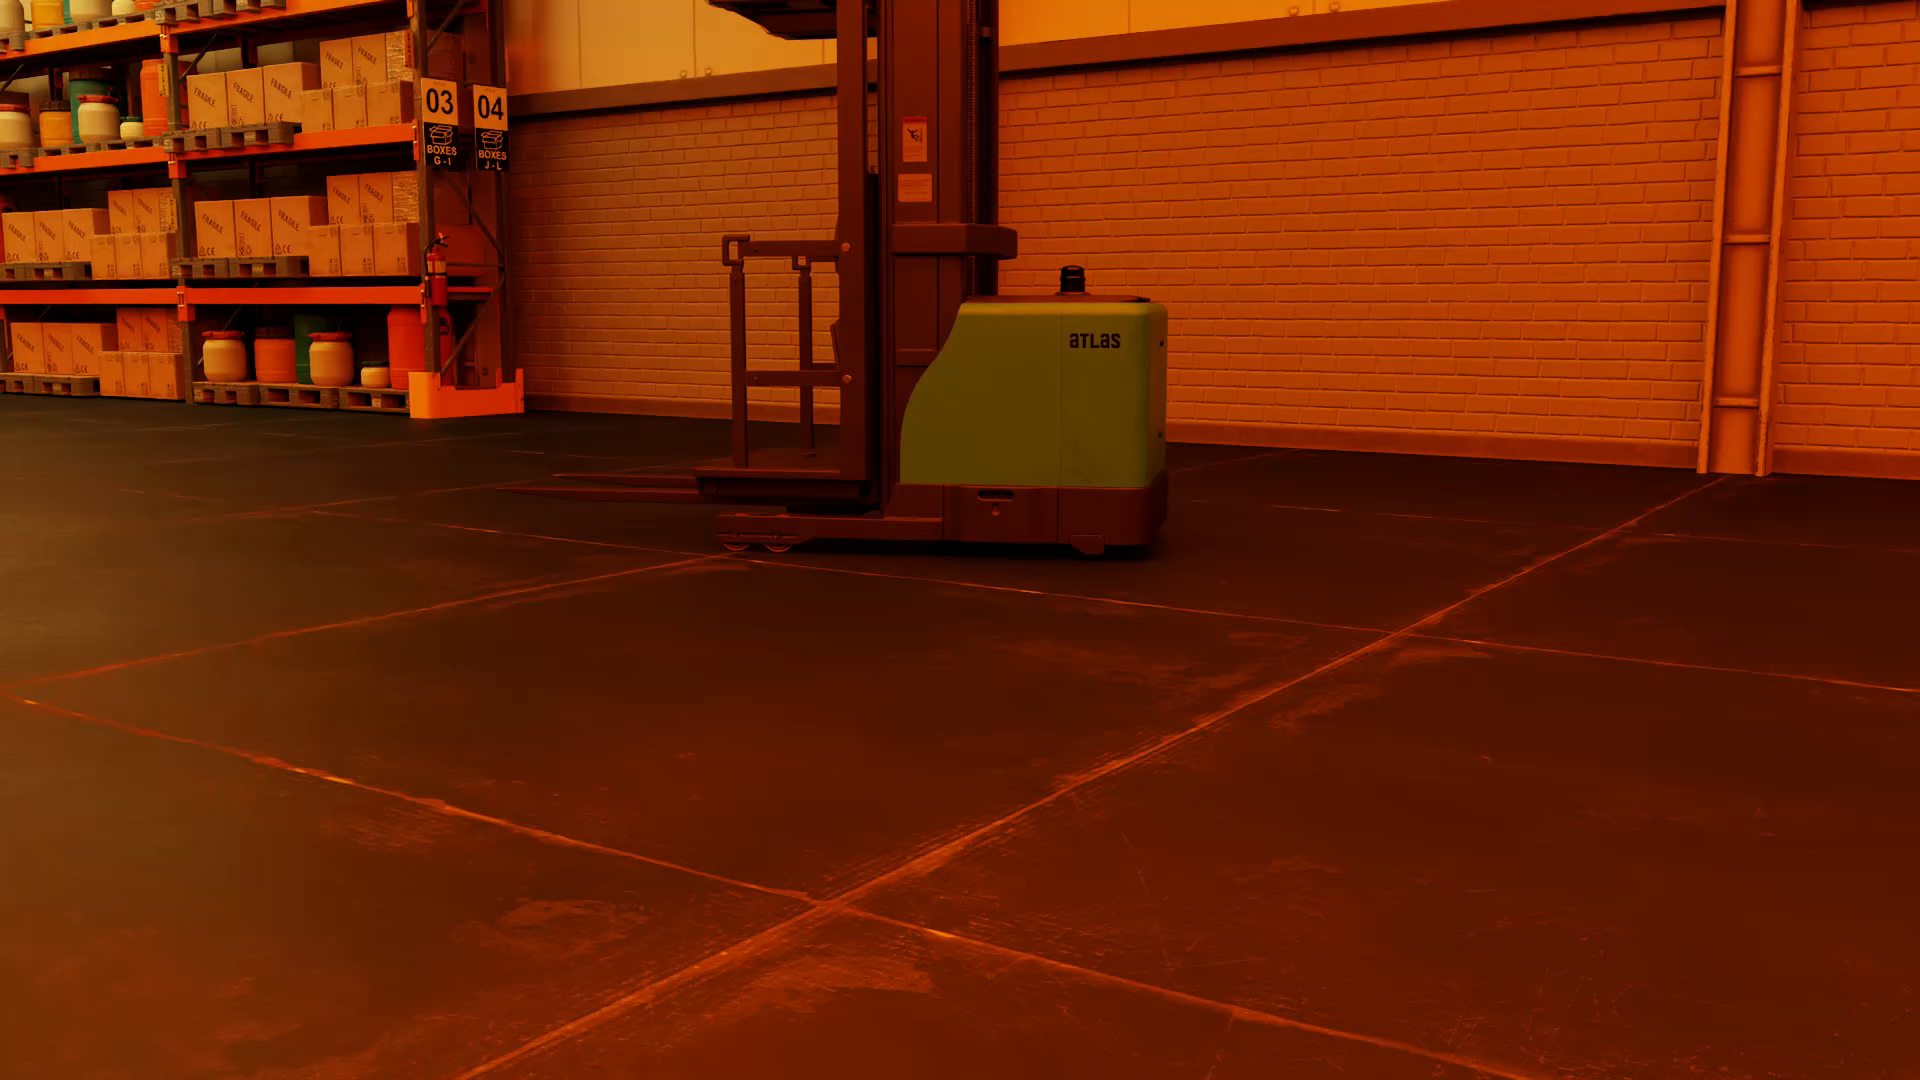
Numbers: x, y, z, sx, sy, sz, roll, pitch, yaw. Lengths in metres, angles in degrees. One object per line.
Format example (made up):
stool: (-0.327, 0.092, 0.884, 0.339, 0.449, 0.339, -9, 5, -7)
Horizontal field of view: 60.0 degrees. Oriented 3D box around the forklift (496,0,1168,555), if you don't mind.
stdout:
forklift: (-0.596, -1.469, 7.520, 3.031, 2.935, 1.130, 2, 8, 12)
